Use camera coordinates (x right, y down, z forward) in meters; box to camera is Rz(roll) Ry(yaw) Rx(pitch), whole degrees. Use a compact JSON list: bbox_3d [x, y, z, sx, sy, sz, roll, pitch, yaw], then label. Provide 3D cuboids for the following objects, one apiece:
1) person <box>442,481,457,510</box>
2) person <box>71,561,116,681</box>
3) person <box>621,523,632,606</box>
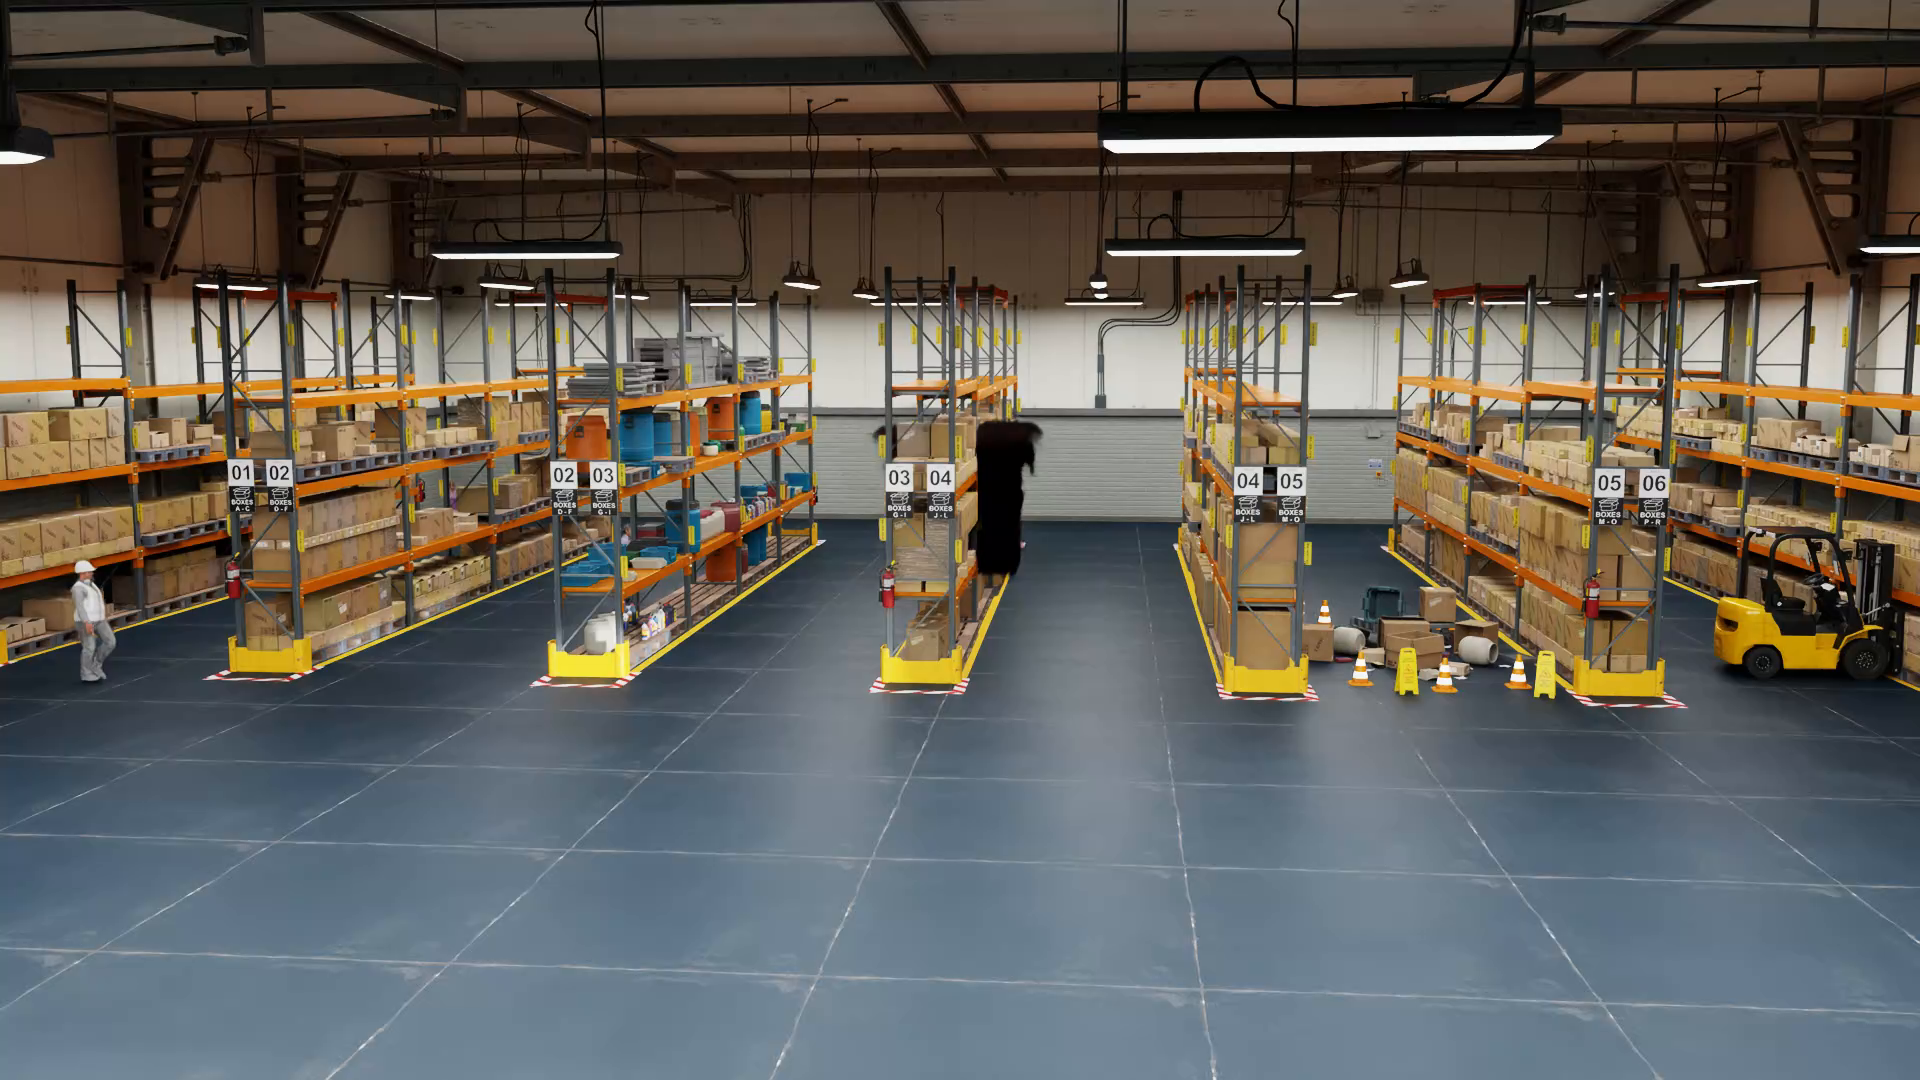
[{"bbox_3d":[-12.317,-0.659,40.292,0.388,1.555,0.881,0,7,4],"label":"person"},{"bbox_3d":[-12.654,1.180,24.189,0.484,1.769,0.530,2,7,15],"label":"person"},{"bbox_3d":[-5.983,0.544,30.314,0.480,1.692,0.522,-5,9,-36],"label":"person"}]
